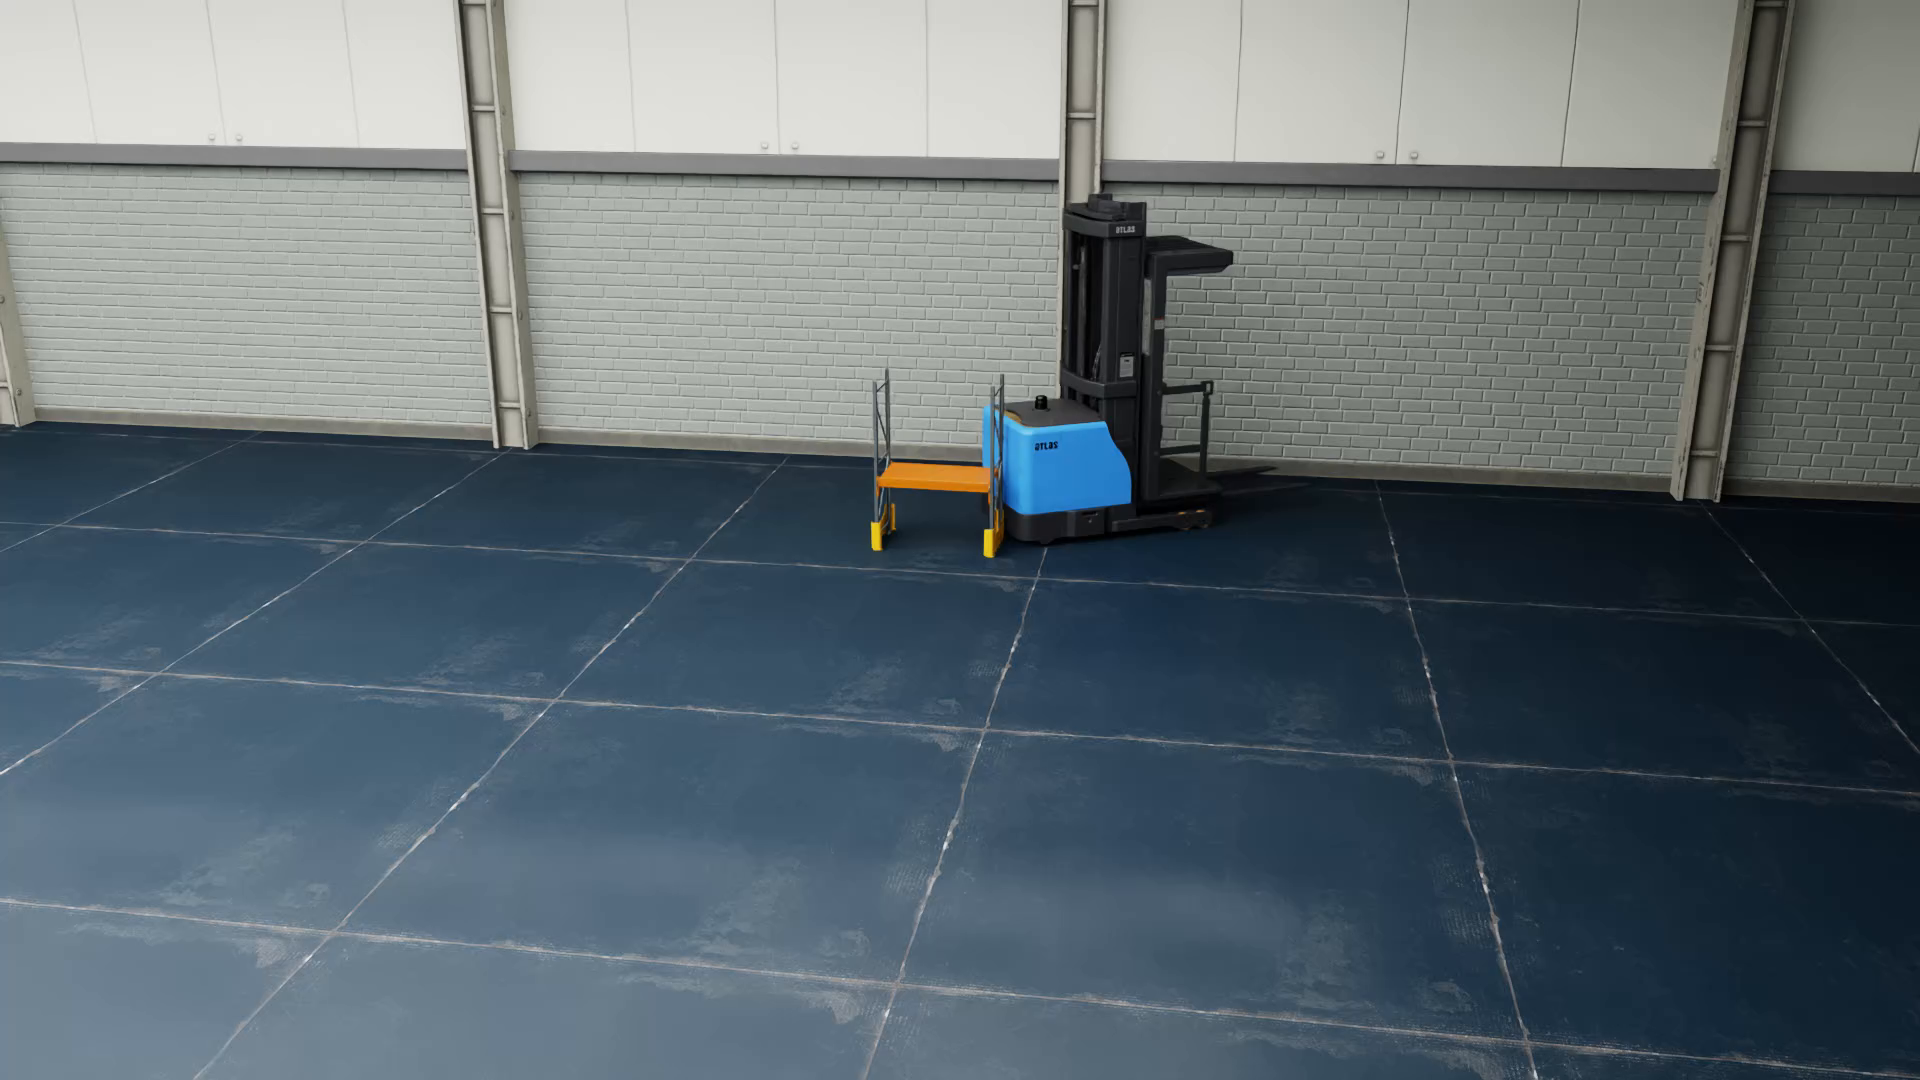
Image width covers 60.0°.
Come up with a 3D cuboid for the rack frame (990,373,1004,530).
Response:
[{"bbox_3d":[0.318,-0.650,14.383,0.032,1.500,0.500,4,19,10],"label":"rack frame"}]

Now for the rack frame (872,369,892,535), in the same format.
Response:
[{"bbox_3d":[-0.681,-0.712,14.566,0.032,1.500,0.500,4,19,10],"label":"rack frame"}]

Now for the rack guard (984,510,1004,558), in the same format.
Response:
[{"bbox_3d":[0.299,-0.059,14.585,0.087,0.250,0.587,4,19,10],"label":"rack guard"}]

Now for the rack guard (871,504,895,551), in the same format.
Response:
[{"bbox_3d":[-0.679,-0.119,14.764,0.087,0.250,0.587,4,19,10],"label":"rack guard"}]

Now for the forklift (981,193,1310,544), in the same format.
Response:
[{"bbox_3d":[1.765,-1.625,15.041,3.031,2.935,1.130,-7,20,-20],"label":"forklift"}]

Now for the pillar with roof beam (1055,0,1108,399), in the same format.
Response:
[{"bbox_3d":[0.483,-3.639,11.497,0.400,9.000,9.100,3,19,9],"label":"pillar with roof beam"}]

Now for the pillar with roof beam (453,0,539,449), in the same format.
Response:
[{"bbox_3d":[-5.441,-3.941,12.399,0.400,9.000,9.100,3,19,9],"label":"pillar with roof beam"}]

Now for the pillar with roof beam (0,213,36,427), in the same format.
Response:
[{"bbox_3d":[-11.365,-4.243,13.302,0.400,9.000,9.100,3,19,9],"label":"pillar with roof beam"}]

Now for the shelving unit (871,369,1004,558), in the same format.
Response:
[{"bbox_3d":[-0.190,-0.682,14.477,1.083,1.500,0.587,4,19,10],"label":"shelving unit"}]

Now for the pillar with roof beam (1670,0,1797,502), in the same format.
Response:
[{"bbox_3d":[6.407,-3.337,10.594,0.400,9.000,9.100,3,19,9],"label":"pillar with roof beam"}]

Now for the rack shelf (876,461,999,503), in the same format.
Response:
[{"bbox_3d":[-0.181,-0.510,14.532,1.000,0.185,0.538,4,19,10],"label":"rack shelf"}]
